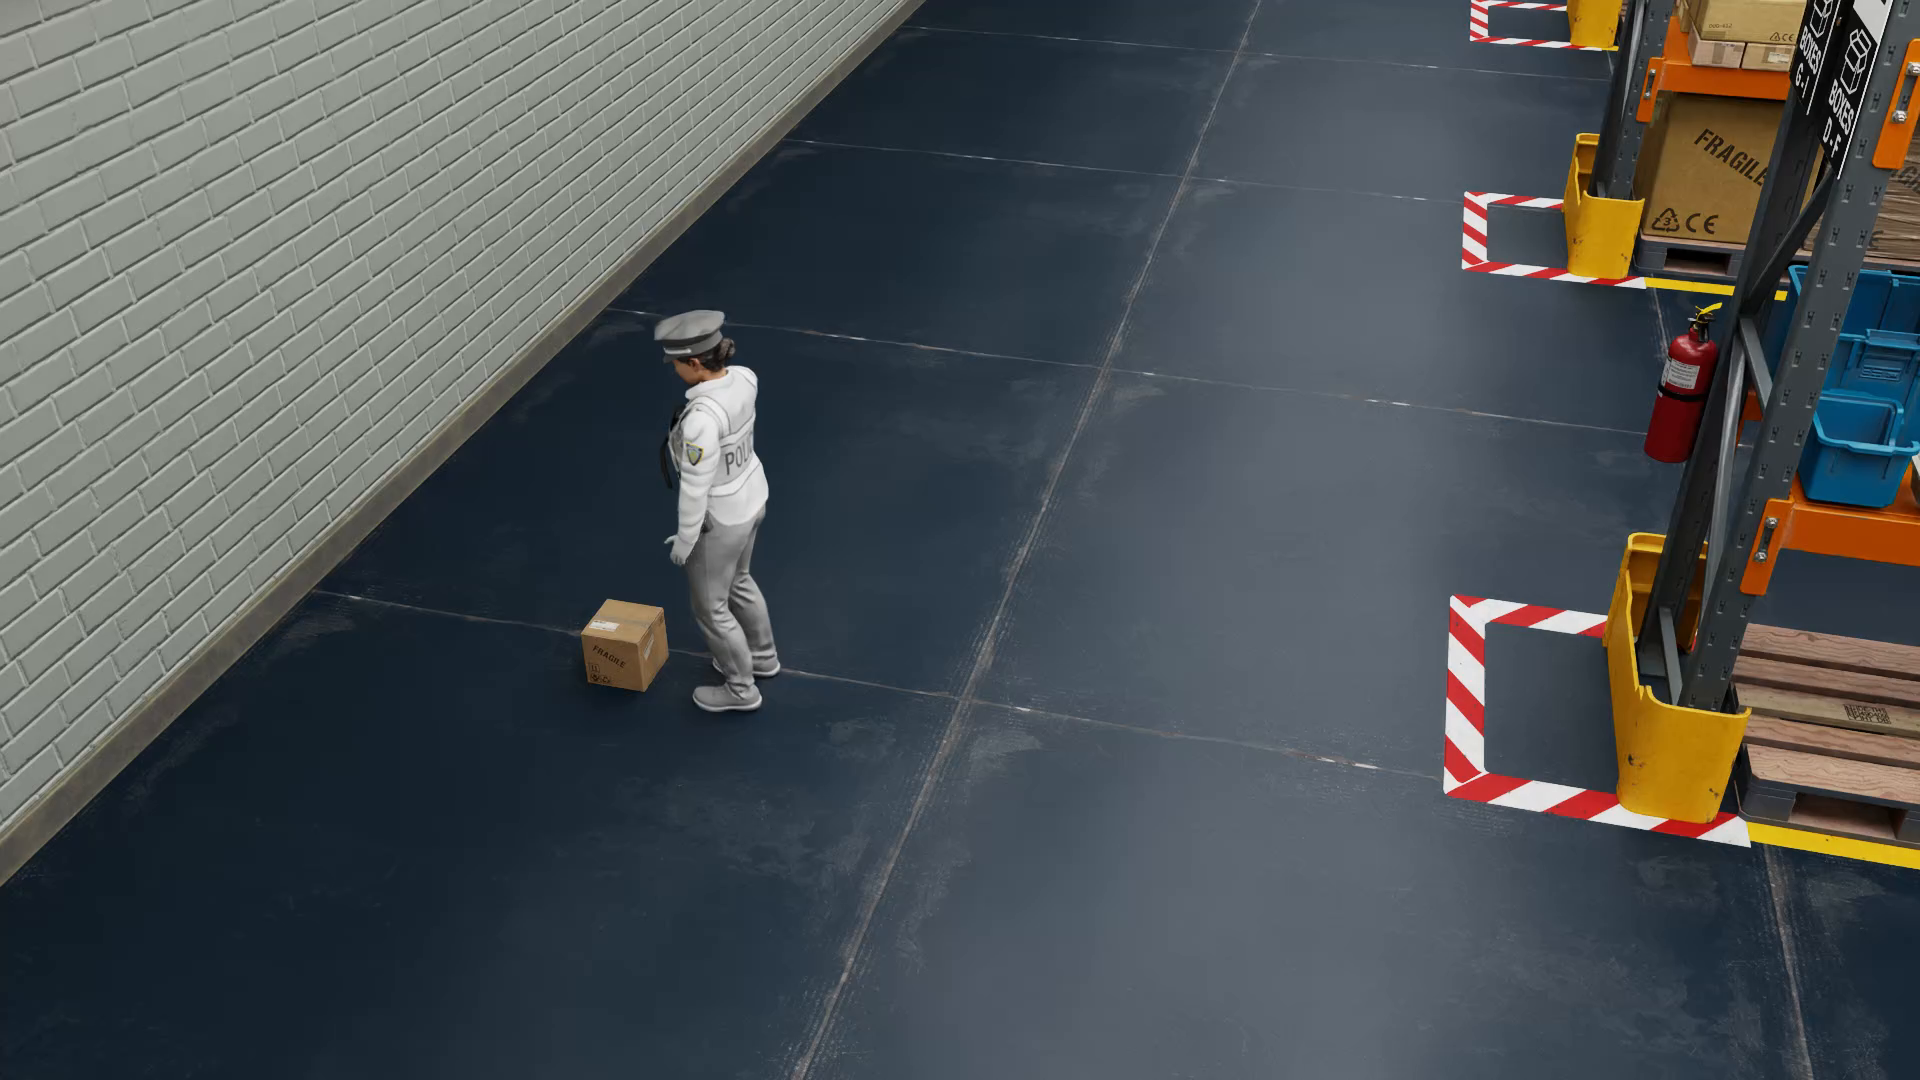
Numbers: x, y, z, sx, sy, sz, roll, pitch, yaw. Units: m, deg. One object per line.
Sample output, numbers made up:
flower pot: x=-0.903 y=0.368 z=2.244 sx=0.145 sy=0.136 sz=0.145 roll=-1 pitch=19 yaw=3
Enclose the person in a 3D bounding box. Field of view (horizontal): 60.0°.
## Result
person: x=-0.909 y=-0.082 z=6.278 sx=0.338 sy=1.659 sz=0.476 roll=9 pitch=34 yaw=13
